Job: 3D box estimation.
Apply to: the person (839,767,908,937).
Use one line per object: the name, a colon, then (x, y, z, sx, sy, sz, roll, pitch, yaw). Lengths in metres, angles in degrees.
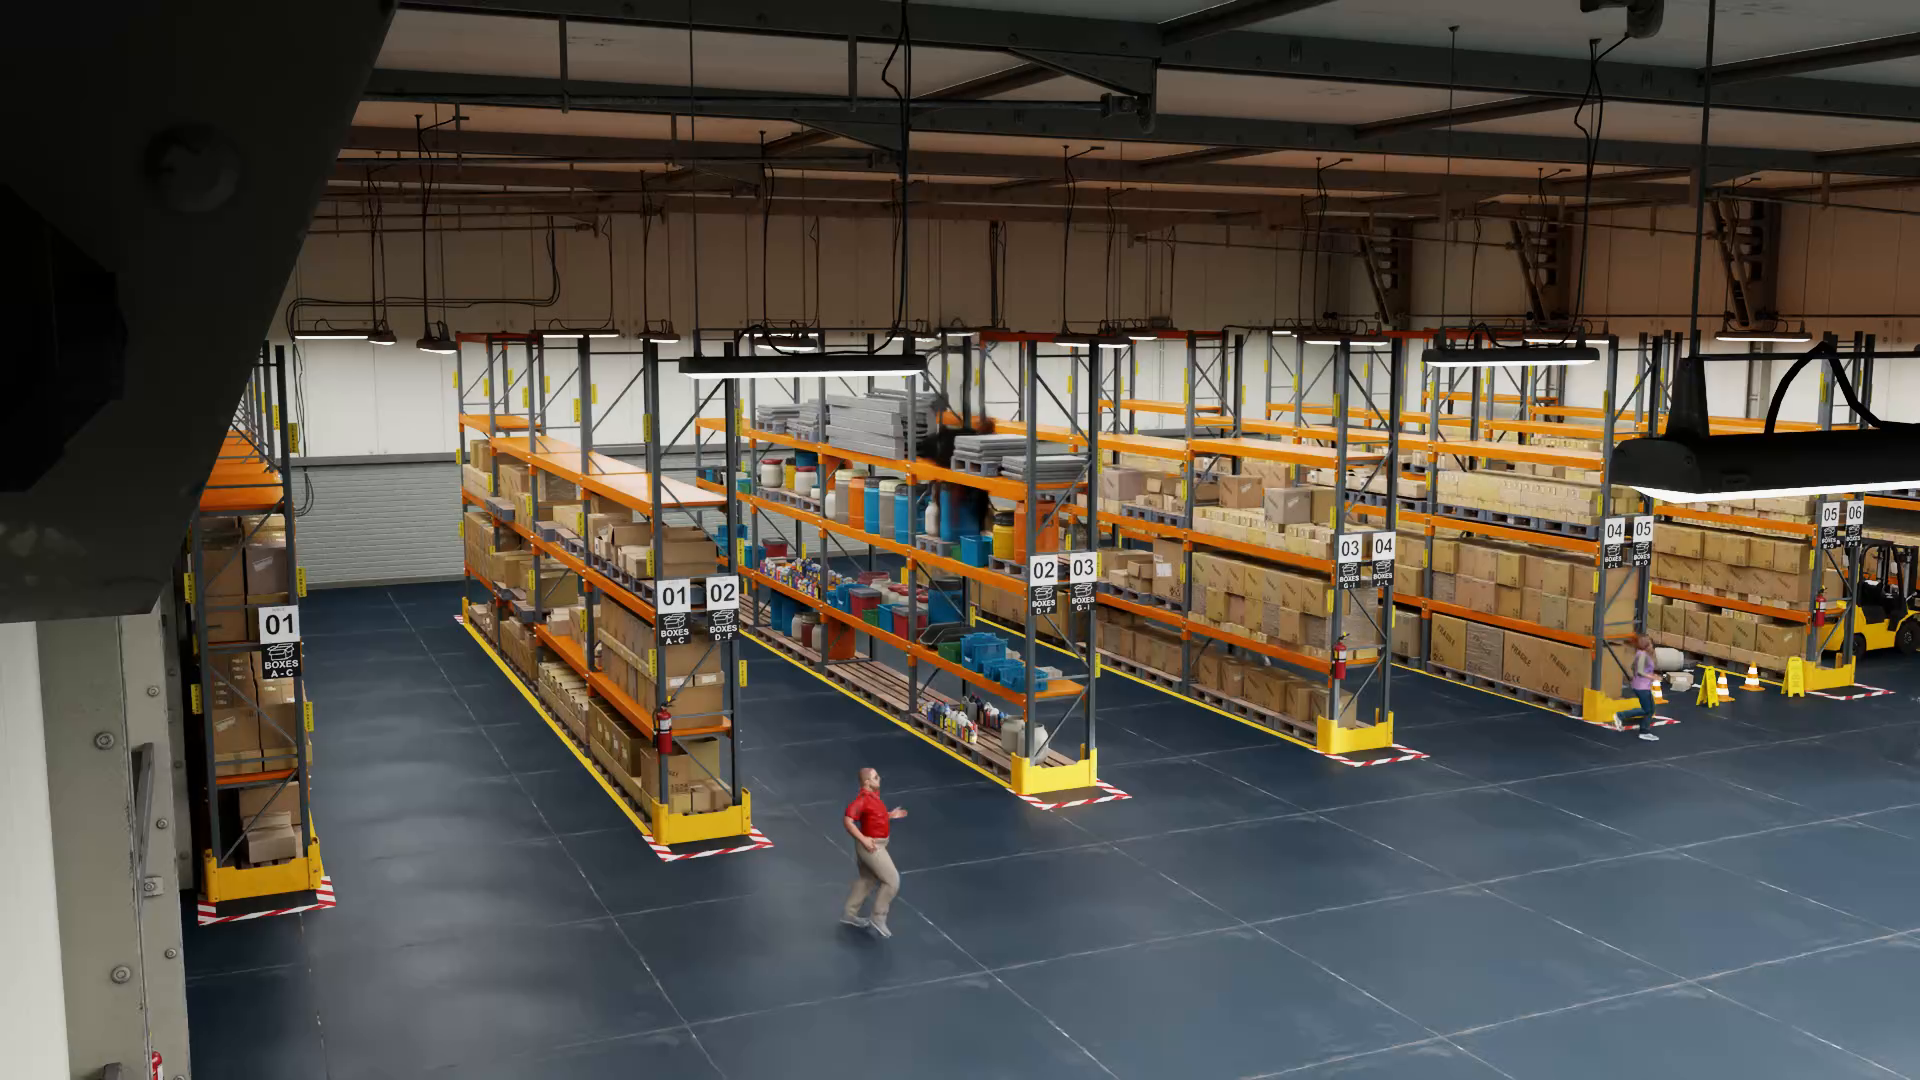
person: (-0.886, 3.207, 17.069, 0.719, 1.790, 0.639, -1, 8, -4)

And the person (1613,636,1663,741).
person: (10.165, 2.210, 24.906, 0.673, 1.563, 0.558, 3, 8, 21)

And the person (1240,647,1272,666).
person: (5.399, 1.422, 30.206, 0.596, 1.735, 0.720, -5, 9, -31)
